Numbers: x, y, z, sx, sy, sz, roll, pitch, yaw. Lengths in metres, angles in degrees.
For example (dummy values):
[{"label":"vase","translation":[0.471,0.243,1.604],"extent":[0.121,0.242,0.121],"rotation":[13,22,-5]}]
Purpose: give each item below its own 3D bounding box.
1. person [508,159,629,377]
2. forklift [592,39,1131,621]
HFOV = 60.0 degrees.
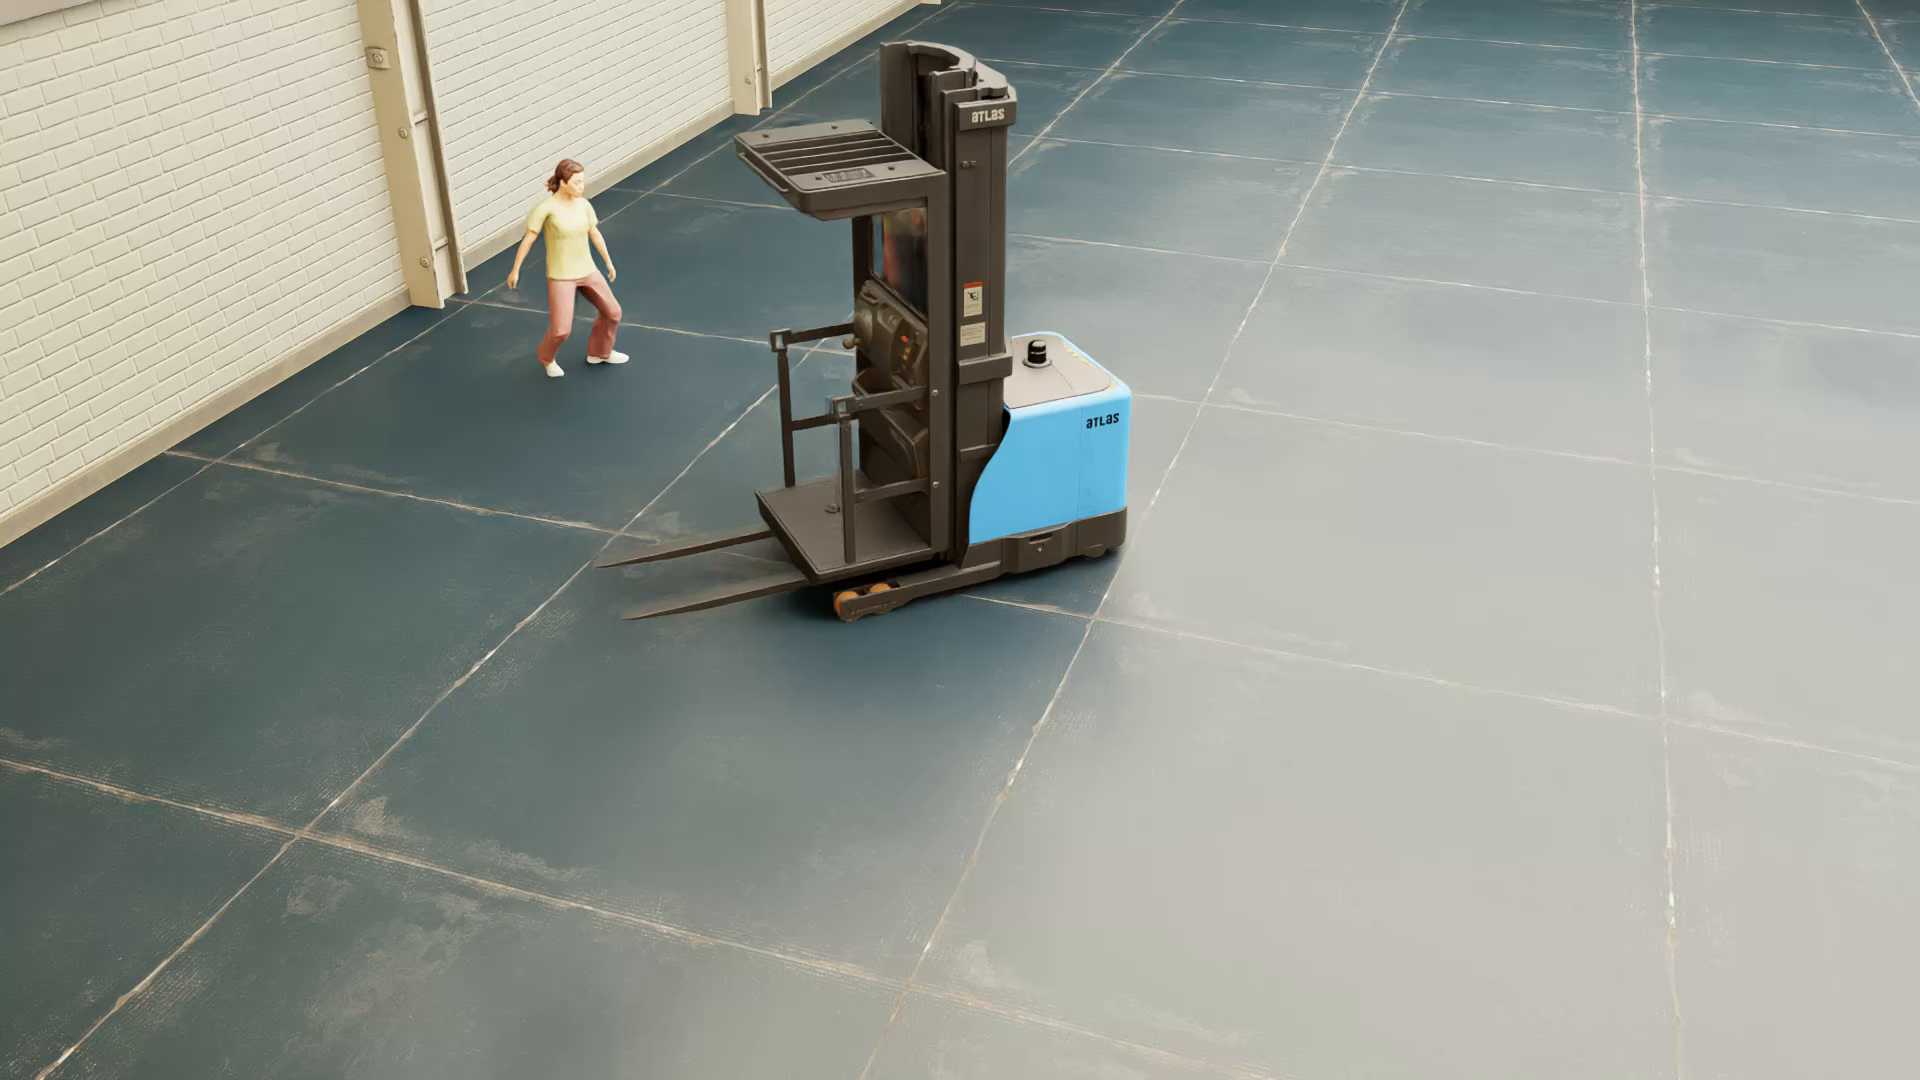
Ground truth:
[{"label":"person","translation":[-2.841,-1.933,11.884],"extent":[0.813,1.598,0.477],"rotation":[-23,37,-34]},{"label":"forklift","translation":[-0.570,-1.117,9.096],"extent":[3.031,2.935,1.130],"rotation":[-13,32,-21]}]
